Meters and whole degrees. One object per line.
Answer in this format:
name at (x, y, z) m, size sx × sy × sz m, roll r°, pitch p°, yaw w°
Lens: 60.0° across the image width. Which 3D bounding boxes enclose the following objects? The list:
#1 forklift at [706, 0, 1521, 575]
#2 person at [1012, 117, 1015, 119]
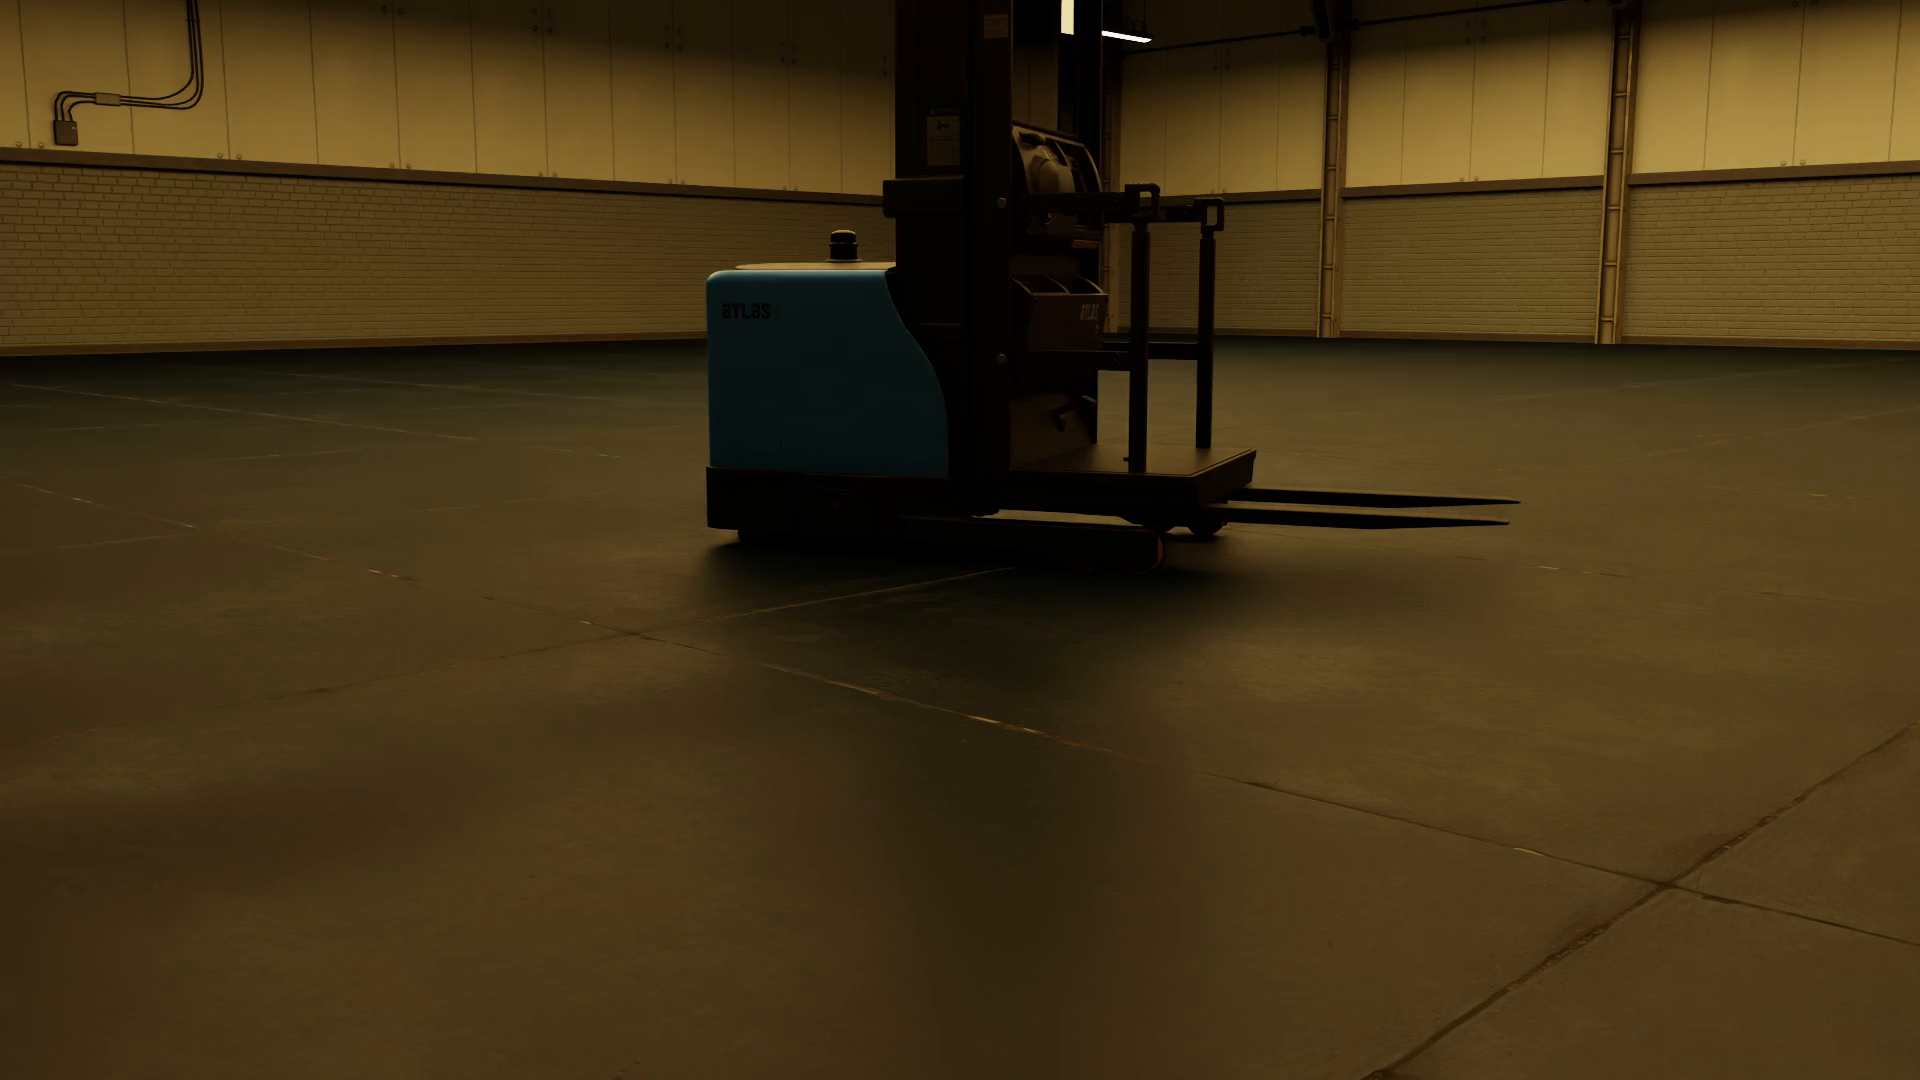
forklift at (0.565, -1.416, 6.275) m, size 3.031 × 2.935 × 1.130 m, roll 3°, pitch 9°, yaw 22°
person at (0.019, -1.074, 6.550) m, size 0.334 × 1.709 × 0.548 m, roll 8°, pitch 12°, yaw 43°
